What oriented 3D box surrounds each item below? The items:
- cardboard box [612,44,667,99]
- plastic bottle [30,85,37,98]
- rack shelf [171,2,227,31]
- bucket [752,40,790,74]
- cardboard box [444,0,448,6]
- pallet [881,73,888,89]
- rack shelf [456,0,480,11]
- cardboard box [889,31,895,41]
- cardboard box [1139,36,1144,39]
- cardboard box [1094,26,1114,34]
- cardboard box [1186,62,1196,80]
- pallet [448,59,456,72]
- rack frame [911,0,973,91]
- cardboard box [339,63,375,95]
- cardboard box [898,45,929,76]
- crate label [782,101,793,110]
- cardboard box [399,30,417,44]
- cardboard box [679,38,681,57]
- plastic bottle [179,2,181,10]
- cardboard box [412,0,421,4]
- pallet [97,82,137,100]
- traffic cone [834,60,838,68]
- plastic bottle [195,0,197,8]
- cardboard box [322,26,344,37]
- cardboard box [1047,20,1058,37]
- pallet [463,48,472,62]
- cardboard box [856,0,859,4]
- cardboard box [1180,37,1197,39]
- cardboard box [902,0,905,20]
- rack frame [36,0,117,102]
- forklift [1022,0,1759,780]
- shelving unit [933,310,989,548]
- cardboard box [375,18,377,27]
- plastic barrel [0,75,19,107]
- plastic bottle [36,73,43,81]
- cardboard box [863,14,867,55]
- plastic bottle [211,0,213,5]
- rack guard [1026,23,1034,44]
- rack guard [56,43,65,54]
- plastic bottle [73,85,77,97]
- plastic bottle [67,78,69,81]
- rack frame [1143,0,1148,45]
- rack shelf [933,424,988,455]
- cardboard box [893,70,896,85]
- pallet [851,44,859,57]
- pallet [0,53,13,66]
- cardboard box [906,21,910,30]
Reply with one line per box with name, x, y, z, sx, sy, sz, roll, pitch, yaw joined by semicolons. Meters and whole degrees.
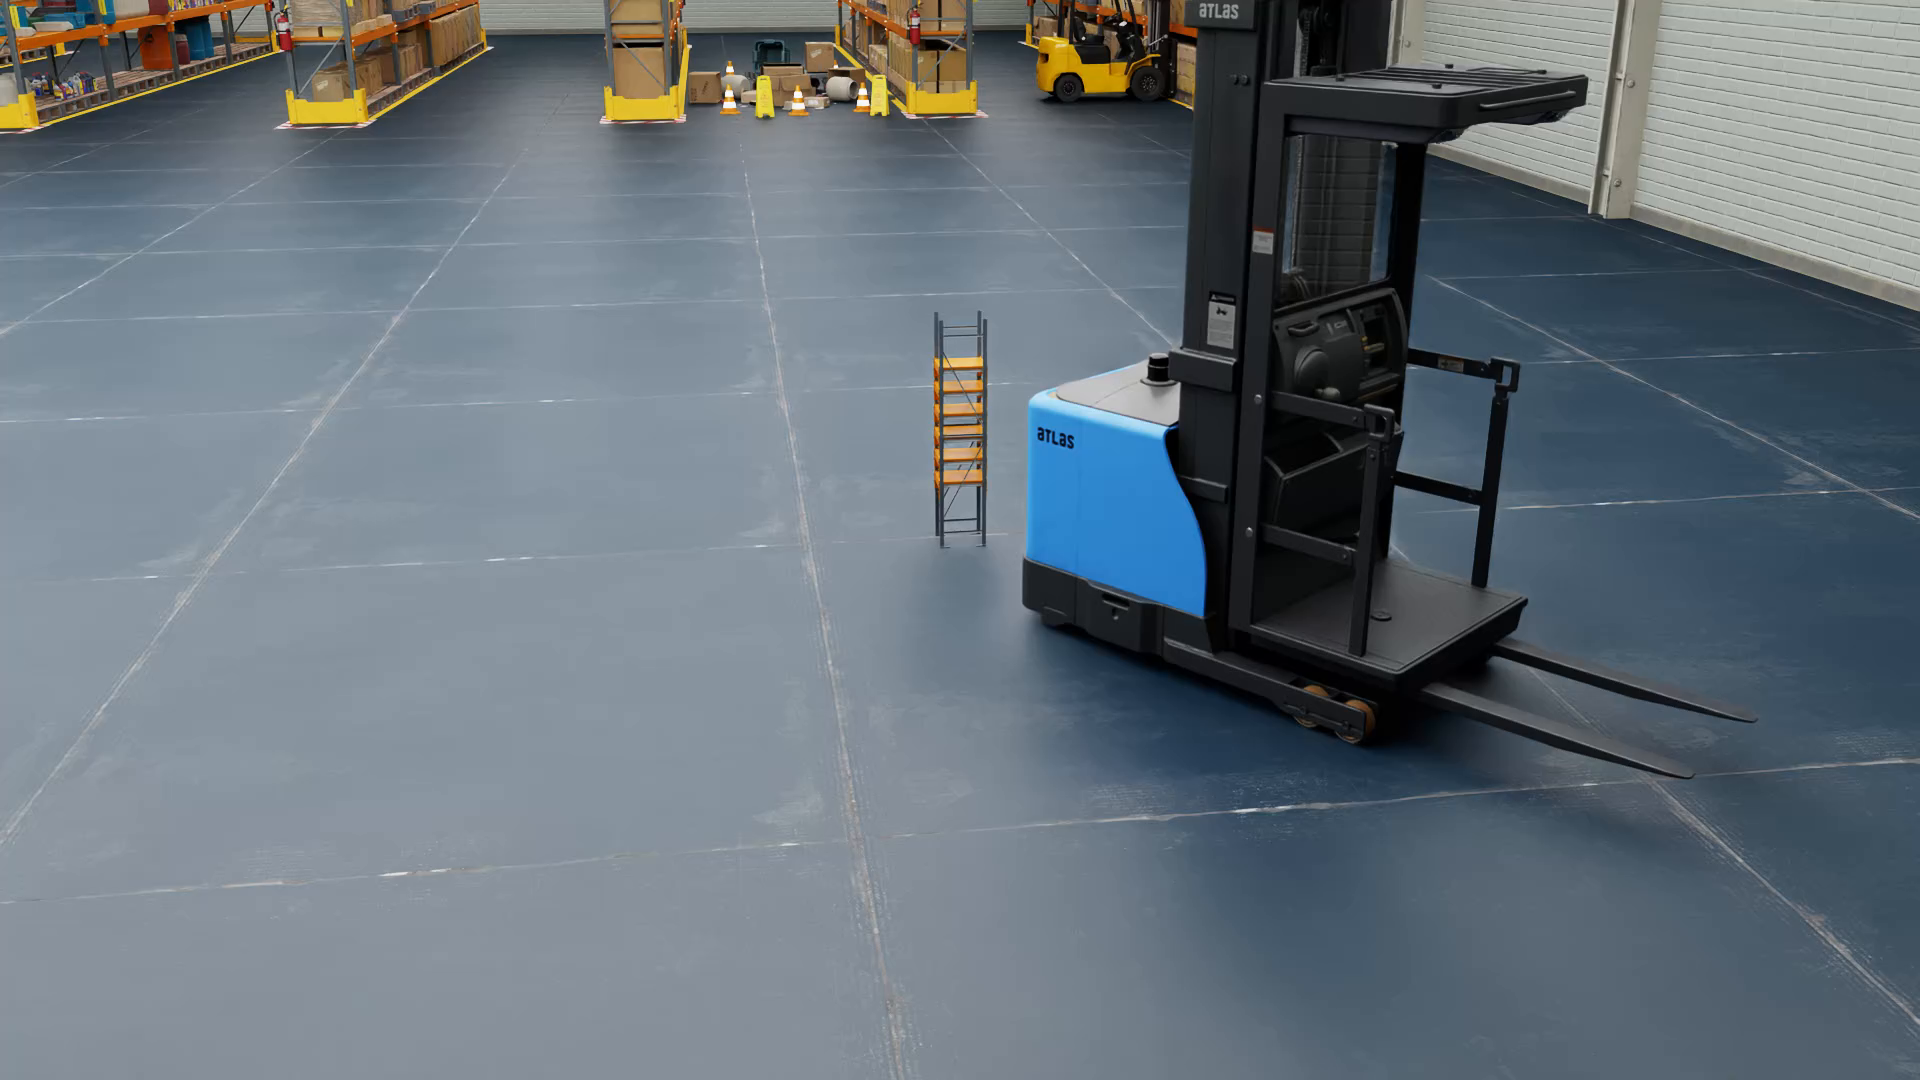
cardboard box;-5.344;-7.737;27.580;0.875;0.875;0.875;-3;21;-7
plastic bottle;-15.647;-7.563;28.049;0.097;0.201;0.097;0;20;0
rack shelf;-16.447;-10.964;34.813;1.077;0.370;4.000;-3;21;-8
bucket;-3.457;-8.936;30.862;0.726;0.611;0.620;4;11;11
cardboard box;-11.349;-11.790;35.852;0.500;0.500;0.500;-3;21;-8
pallet;-0.988;-8.937;32.341;1.003;0.211;1.213;-3;21;-8
rack shelf;-12.122;-12.599;39.190;1.077;0.370;4.000;-3;21;-8
cardboard box;-1.097;-9.273;30.587;0.380;0.149;0.250;-3;21;-7
cardboard box;3.847;-9.758;33.350;0.875;0.625;0.625;-3;21;-8
cardboard box;3.139;-11.098;36.188;0.380;0.149;0.250;-4;21;-10
cardboard box;4.234;-8.136;28.827;0.500;0.250;0.500;-3;21;-8
pallet;-11.469;-10.250;35.859;1.003;0.211;1.213;-3;21;-8
rack frame;-0.297;-8.588;27.424;1.000;3.000;0.127;-3;21;-8
cardboard box;-10.405;-7.950;28.686;0.500;0.500;0.500;-5;21;-13
cardboard box;-0.815;-8.468;29.360;0.500;0.500;0.500;-3;21;-9
crate label;-2.860;-7.427;28.404;0.250;0.136;0.298;-15;25;-35
cardboard box;-11.131;-10.014;33.114;0.500;0.250;0.500;-2;21;-6
cardboard box;-6.412;-10.885;36.546;0.500;0.500;0.500;-3;21;-9
plastic bottle;-15.976;-10.930;33.976;0.097;0.201;0.097;0;20;0
cardboard box;-10.960;-10.729;32.412;0.700;0.500;0.500;0;20;0
pallet;-15.733;-8.187;30.335;1.003;0.211;1.213;-3;21;-8
traffic cone;-2.438;-9.144;32.536;0.336;0.463;0.334;-3;21;-8
plastic bottle;-16.136;-11.314;35.004;0.097;0.201;0.097;0;20;0
cardboard box;-9.909;-8.082;26.426;0.380;0.149;0.250;-3;21;-8
cardboard box;2.536;-12.532;40.954;0.700;0.500;0.500;-4;21;-10
pallet;-11.866;-11.204;38.413;1.003;0.211;1.213;-3;21;-8
cardboard box;-2.028;-11.976;36.709;0.500;0.250;0.500;-3;21;-9
cardboard box;4.388;-9.267;31.141;0.500;0.250;0.500;-3;21;-9
cardboard box;-0.716;-9.122;28.285;0.500;0.500;0.500;-3;21;-8
rack frame;-15.582;-9.224;29.125;1.000;3.000;0.127;-3;21;-8
forklift;1.700;-0.777;6.609;3.031;2.935;1.130;19;27;40
shelving unit;0.002;-0.557;8.493;0.258;1.200;0.189;-3;21;-8
cardboard box;-10.227;-8.861;28.513;0.380;0.149;0.250;-3;21;-8
plastic barrel;-15.176;-7.094;26.378;0.421;0.512;0.421;0;20;0
plastic bottle;-15.876;-7.888;28.707;0.144;0.351;0.185;-2;21;-6
cardboard box;-1.721;-11.422;37.446;0.875;0.875;0.875;-2;21;-6
plastic bottle;-16.314;-11.742;36.150;0.097;0.201;0.097;0;20;0
rack guard;2.318;-13.182;43.297;1.175;0.500;0.348;-3;21;-8
rack guard;-22.203;-11.933;39.950;1.175;0.500;0.348;-3;21;-8
plastic bottle;-15.066;-7.636;28.245;0.097;0.201;0.097;0;20;0
plastic bottle;-15.227;-7.757;28.450;0.061;0.283;0.133;-3;21;-8
rack frame;4.037;-10.225;31.806;1.000;3.000;0.127;-3;21;-8
rack shelf;0.002;-0.515;8.508;0.258;0.103;0.180;-3;21;-8
cardboard box;-0.968;-8.480;30.463;0.500;0.250;0.500;-2;21;-5
pallet;-2.059;-11.704;39.751;1.003;0.211;1.213;-3;21;-8
pallet;-21.735;-10.676;37.000;1.003;0.211;1.213;-3;21;-8
cardboard box;-0.709;-8.672;28.005;0.380;0.149;0.250;-3;21;-8
